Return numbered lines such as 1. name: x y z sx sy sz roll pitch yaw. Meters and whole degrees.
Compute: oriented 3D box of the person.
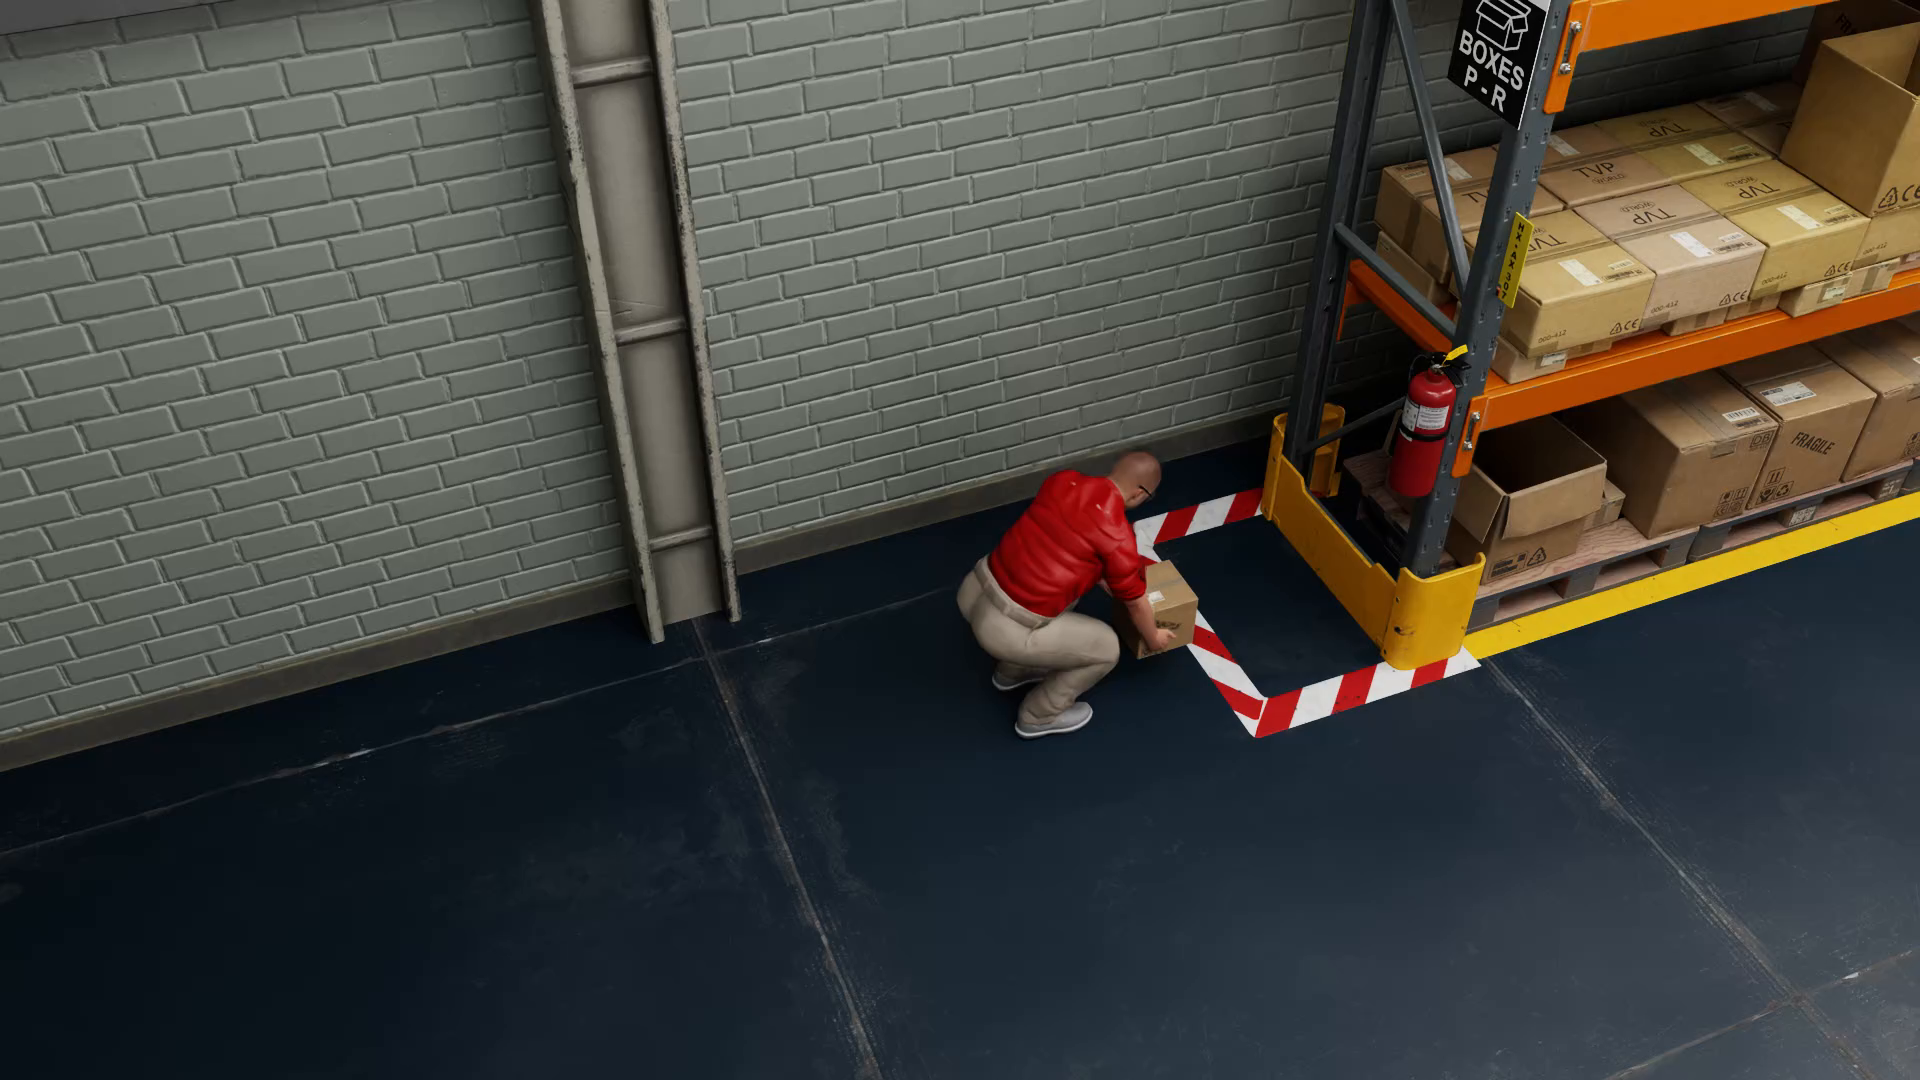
1. person: 0.392 0.191 6.429 0.835 1.106 0.576 -15 44 -17
